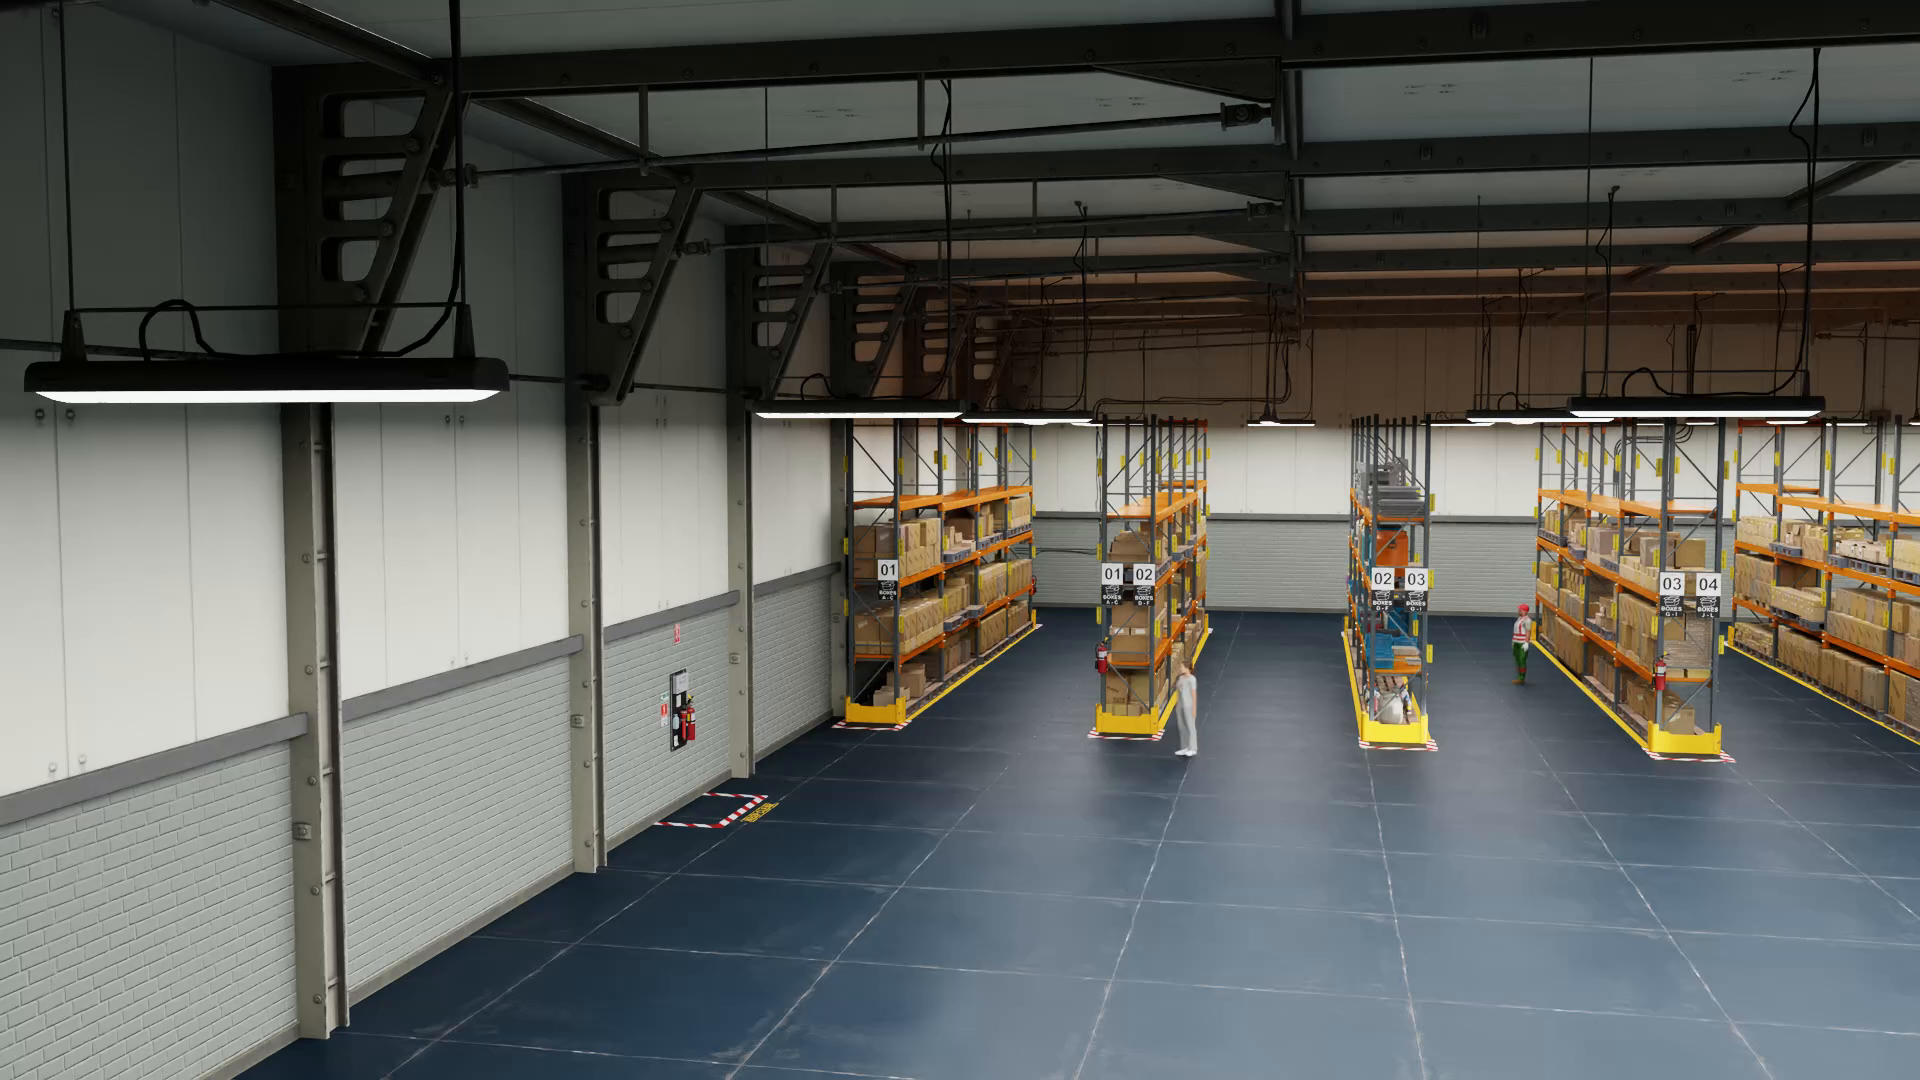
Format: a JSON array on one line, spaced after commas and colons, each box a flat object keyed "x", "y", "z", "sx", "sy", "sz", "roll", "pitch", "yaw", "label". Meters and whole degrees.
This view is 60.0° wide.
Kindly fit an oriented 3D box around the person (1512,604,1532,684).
[{"x": 12.603, "y": 2.336, "z": 37.520, "sx": 0.578, "sy": 1.789, "sz": 0.553, "roll": -2, "pitch": 4, "yaw": -24, "label": "person"}]

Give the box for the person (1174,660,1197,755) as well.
[{"x": 3.978, "y": 2.953, "z": 29.160, "sx": 0.376, "sy": 1.708, "sz": 0.546, "roll": -2, "pitch": 4, "yaw": -32, "label": "person"}]

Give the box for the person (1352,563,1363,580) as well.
[{"x": 11.834, "y": 1.565, "z": 49.219, "sx": 0.598, "sy": 1.770, "sz": 0.458, "roll": 1, "pitch": 4, "yaw": 9, "label": "person"}]
